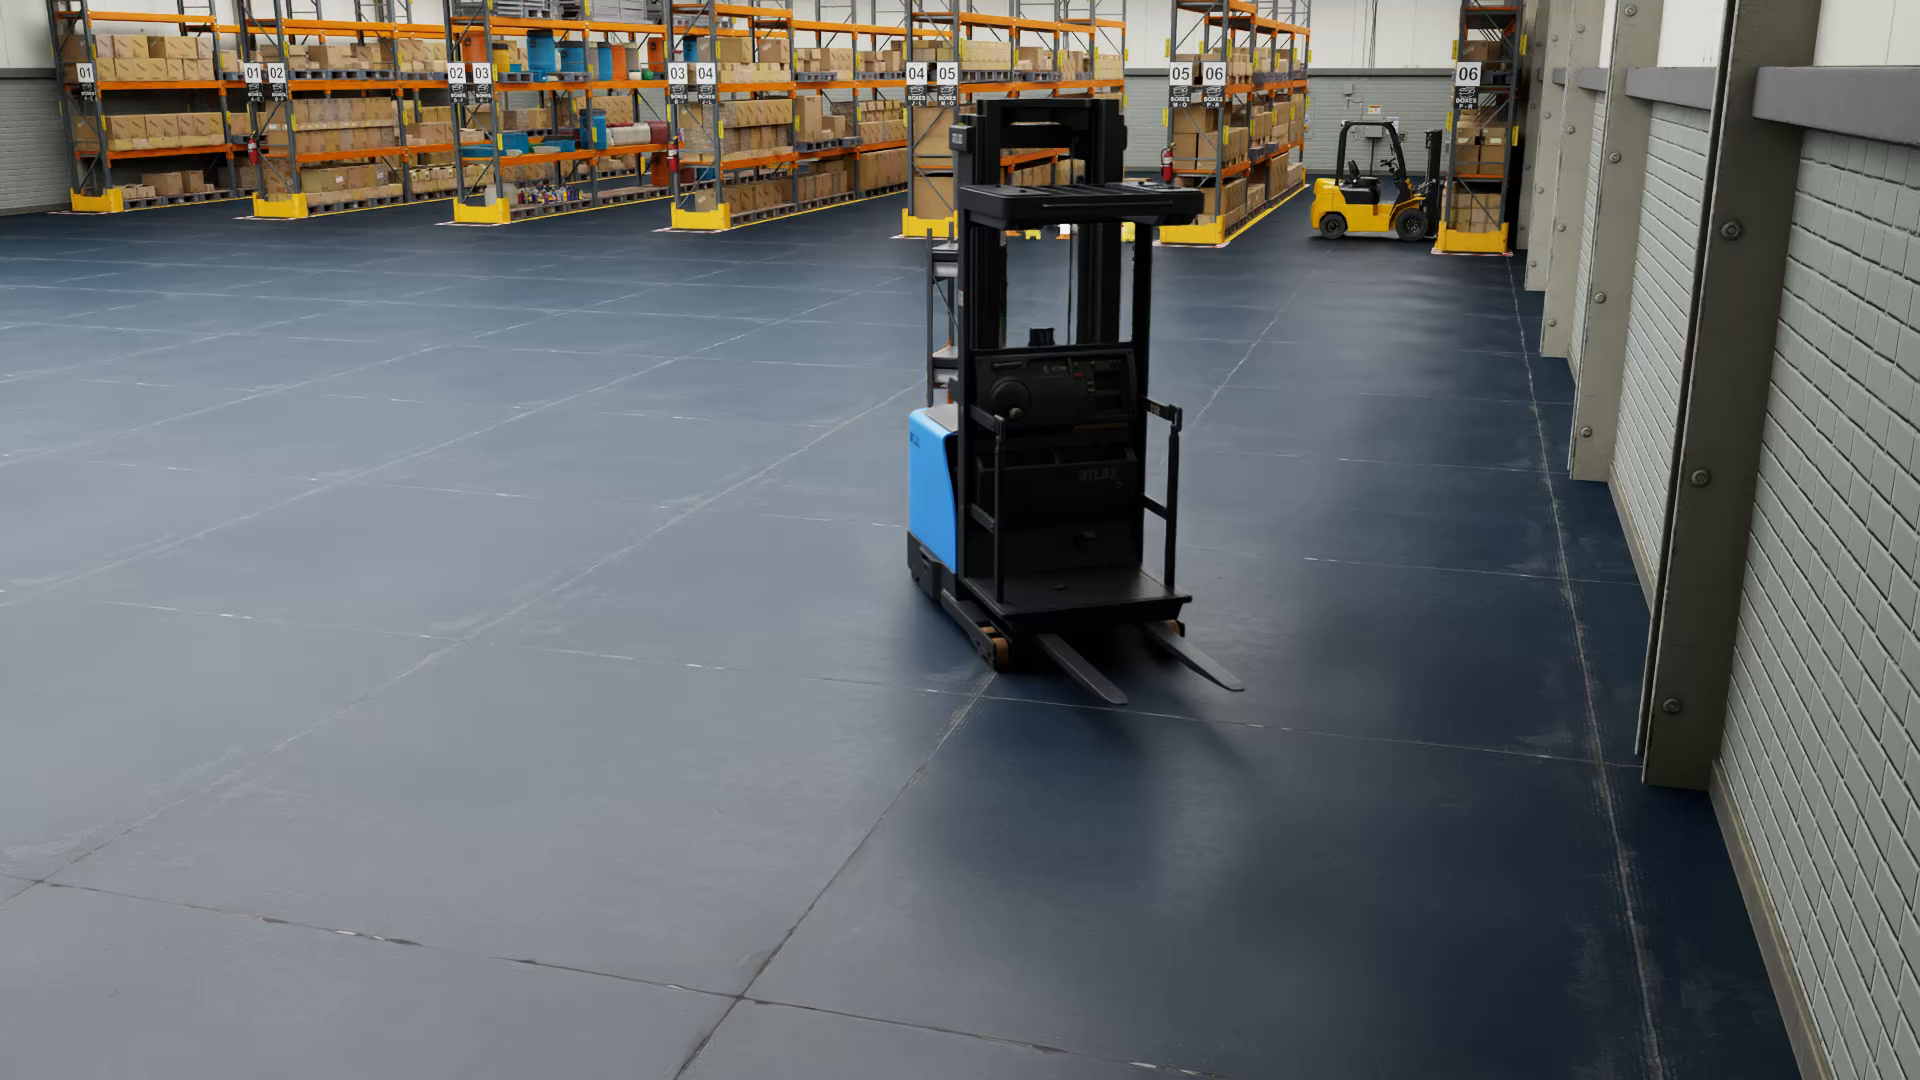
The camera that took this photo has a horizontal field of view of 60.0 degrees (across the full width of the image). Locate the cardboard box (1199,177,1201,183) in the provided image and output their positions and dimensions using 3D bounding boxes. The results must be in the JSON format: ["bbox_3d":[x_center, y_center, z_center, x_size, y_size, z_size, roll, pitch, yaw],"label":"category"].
[{"bbox_3d":[4.439,-6.956,32.065,0.380,0.149,0.250,5,17,18],"label":"cardboard box"}]

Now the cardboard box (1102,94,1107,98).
[{"bbox_3d":[3.573,-11.474,43.723,0.500,0.500,0.500,5,17,17],"label":"cardboard box"}]

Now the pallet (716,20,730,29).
[{"bbox_3d":[-6.775,-13.615,43.919,1.003,0.211,1.213,5,16,16],"label":"pallet"}]

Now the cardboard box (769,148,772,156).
[{"bbox_3d":[-4.244,-8.299,35.553,0.380,0.149,0.250,5,16,16],"label":"cardboard box"}]

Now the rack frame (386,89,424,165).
[{"bbox_3d":[-16.068,-11.999,48.137,1.000,3.000,0.127,5,16,16],"label":"rack frame"}]

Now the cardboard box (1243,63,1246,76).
[{"bbox_3d":[5.238,-9.099,32.143,0.500,0.250,0.500,4,16,15],"label":"cardboard box"}]

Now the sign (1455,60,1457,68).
[{"bbox_3d":[10.784,-10.382,35.993,0.100,0.325,0.005,5,16,16],"label":"sign"}]

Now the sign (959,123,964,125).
[{"bbox_3d":[0.026,-7.706,31.271,0.100,0.325,0.005,5,16,16],"label":"sign"}]

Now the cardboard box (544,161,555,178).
[{"bbox_3d":[-11.475,-10.214,45.618,0.500,0.500,0.500,5,17,17],"label":"cardboard box"}]

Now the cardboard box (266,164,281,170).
[{"bbox_3d":[-17.866,-9.379,42.673,0.700,0.500,0.500,5,17,17],"label":"cardboard box"}]

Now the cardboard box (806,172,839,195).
[{"bbox_3d":[-3.274,-8.487,39.528,0.700,0.500,0.500,3,16,11],"label":"cardboard box"}]

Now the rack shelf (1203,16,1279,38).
[{"bbox_3d":[5.975,-10.856,35.165,1.077,0.370,4.000,5,16,16],"label":"rack shelf"}]

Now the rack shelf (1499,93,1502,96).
[{"bbox_3d":[11.872,-10.268,37.856,1.077,0.370,4.000,5,16,16],"label":"rack shelf"}]

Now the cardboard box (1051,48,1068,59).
[{"bbox_3d":[2.329,-11.538,39.428,0.396,0.266,0.258,5,16,16],"label":"cardboard box"}]

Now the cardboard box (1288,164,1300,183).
[{"bbox_3d":[8.473,-9.674,43.865,0.875,0.438,0.875,5,17,17],"label":"cardboard box"}]

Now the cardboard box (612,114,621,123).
[{"bbox_3d":[-10.338,-12.306,49.037,0.500,0.500,0.500,5,17,16],"label":"cardboard box"}]

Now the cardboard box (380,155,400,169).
[{"bbox_3d":[-16.378,-10.754,46.918,0.750,0.750,0.750,5,17,18],"label":"cardboard box"}]

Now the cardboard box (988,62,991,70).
[{"bbox_3d":[0.403,-9.396,32.969,0.380,0.149,0.250,5,16,16],"label":"cardboard box"}]

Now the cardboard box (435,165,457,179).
[{"bbox_3d":[-12.799,-9.163,41.380,0.500,0.311,0.500,5,17,17],"label":"cardboard box"}]

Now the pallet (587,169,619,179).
[{"bbox_3d":[-10.777,-10.774,48.929,1.003,0.211,1.213,5,16,16],"label":"pallet"}]

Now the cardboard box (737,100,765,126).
[{"bbox_3d":[-4.388,-8.895,34.632,0.500,0.500,0.500,5,16,16],"label":"cardboard box"}]

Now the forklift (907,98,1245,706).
[{"bbox_3d":[0.597,-0.845,8.937,1.130,2.935,3.031,-5,17,-17],"label":"forklift"}]

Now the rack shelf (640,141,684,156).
[{"bbox_3d":[-7.138,-10.362,43.682,1.077,0.370,4.000,5,16,16],"label":"rack shelf"}]

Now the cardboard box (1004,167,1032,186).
[{"bbox_3d":[1.000,-7.884,36.982,1.050,0.750,0.750,5,16,16],"label":"cardboard box"}]

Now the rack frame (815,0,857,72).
[{"bbox_3d":[-2.958,-12.687,39.567,1.000,3.000,0.127,5,16,16],"label":"rack frame"}]

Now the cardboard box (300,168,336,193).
[{"bbox_3d":[-14.222,-7.971,36.829,0.500,0.500,0.500,5,16,16],"label":"cardboard box"}]

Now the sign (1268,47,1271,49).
[{"bbox_3d":[8.287,-13.071,44.673,0.100,0.325,0.005,5,16,16],"label":"sign"}]

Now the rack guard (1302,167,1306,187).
[{"bbox_3d":[8.824,-9.929,45.418,1.175,0.500,0.348,5,16,16],"label":"rack guard"}]

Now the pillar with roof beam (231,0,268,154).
[{"bbox_3d":[-14.276,-13.232,41.490,9.100,9.000,0.400,5,16,16],"label":"pillar with roof beam"}]

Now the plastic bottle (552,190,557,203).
[{"bbox_3d":[-8.982,-7.610,36.855,0.097,0.271,0.097,0,16,0],"label":"plastic bottle"}]

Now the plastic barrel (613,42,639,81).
[{"bbox_3d":[-8.148,-11.671,40.563,0.600,0.901,0.600,0,16,0],"label":"plastic barrel"}]

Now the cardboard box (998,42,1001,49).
[{"bbox_3d":[0.619,-9.981,33.572,0.380,0.149,0.250,5,17,17],"label":"cardboard box"}]

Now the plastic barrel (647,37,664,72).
[{"bbox_3d":[-7.542,-12.185,41.737,0.600,0.830,0.708,5,16,16],"label":"plastic barrel"}]

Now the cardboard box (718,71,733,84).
[{"bbox_3d":[-4.846,-9.184,32.991,0.500,0.250,0.500,5,17,18],"label":"cardboard box"}]

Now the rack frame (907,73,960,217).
[{"bbox_3d":[-0.504,-7.296,31.557,1.000,3.000,0.127,5,16,16],"label":"rack frame"}]

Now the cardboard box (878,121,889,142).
[{"bbox_3d":[-2.128,-10.355,42.156,0.500,0.500,0.500,5,16,16],"label":"cardboard box"}]

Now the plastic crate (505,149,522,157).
[{"bbox_3d":[-9.417,-8.174,35.134,0.298,0.136,0.250,5,16,16],"label":"plastic crate"}]

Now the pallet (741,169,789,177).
[{"bbox_3d":[-5.705,-10.723,48.749,1.003,0.211,1.213,5,16,16],"label":"pallet"}]

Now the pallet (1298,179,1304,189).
[{"bbox_3d":[8.665,-9.568,44.676,1.003,0.211,1.213,5,16,16],"label":"pallet"}]

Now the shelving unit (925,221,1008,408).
[{"bbox_3d":[0.047,-1.053,11.196,0.431,2.100,0.503,5,16,16],"label":"shelving unit"}]

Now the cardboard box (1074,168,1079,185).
[{"bbox_3d":[2.641,-8.954,41.213,0.500,0.500,0.500,4,16,15],"label":"cardboard box"}]

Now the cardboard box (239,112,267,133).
[{"bbox_3d":[-17.842,-10.617,42.274,0.700,0.500,0.500,7,17,24],"label":"cardboard box"}]

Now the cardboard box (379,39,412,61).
[{"bbox_3d":[-13.378,-11.615,39.417,0.500,0.500,0.500,5,17,17],"label":"cardboard box"}]

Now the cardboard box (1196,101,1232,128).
[{"bbox_3d":[5.074,-8.559,33.449,0.700,0.500,0.500,4,16,15],"label":"cardboard box"}]

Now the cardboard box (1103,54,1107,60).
[{"bbox_3d":[3.640,-12.637,43.515,0.380,0.149,0.250,5,17,19],"label":"cardboard box"}]

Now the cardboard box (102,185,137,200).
[{"bbox_3d":[-19.196,-7.952,37.989,0.500,0.311,0.500,3,16,10],"label":"cardboard box"}]

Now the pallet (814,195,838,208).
[{"bbox_3d":[-3.530,-7.937,38.924,1.003,0.211,1.213,5,16,16],"label":"pallet"}]

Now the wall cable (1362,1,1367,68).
[{"bbox_3d":[10.884,-15.462,49.352,2.355,3.000,0.029,5,16,16],"label":"wall cable"}]

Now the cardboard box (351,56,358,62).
[{"bbox_3d":[-14.141,-10.940,38.043,0.500,0.311,0.500,4,16,13],"label":"cardboard box"}]

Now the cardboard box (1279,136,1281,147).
[{"bbox_3d":[7.345,-9.470,39.496,0.500,0.250,0.500,5,16,16],"label":"cardboard box"}]

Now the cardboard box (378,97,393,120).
[{"bbox_3d":[-13.711,-10.079,38.806,0.700,0.500,0.500,5,17,16],"label":"cardboard box"}]

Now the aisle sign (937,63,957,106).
[{"bbox_3d":[-0.237,-8.505,31.055,0.394,0.787,0.004,5,16,16],"label":"aisle sign"}]

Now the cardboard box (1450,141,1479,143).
[{"bbox_3d":[9.352,-7.154,30.871,0.500,0.500,0.500,5,17,16],"label":"cardboard box"}]
